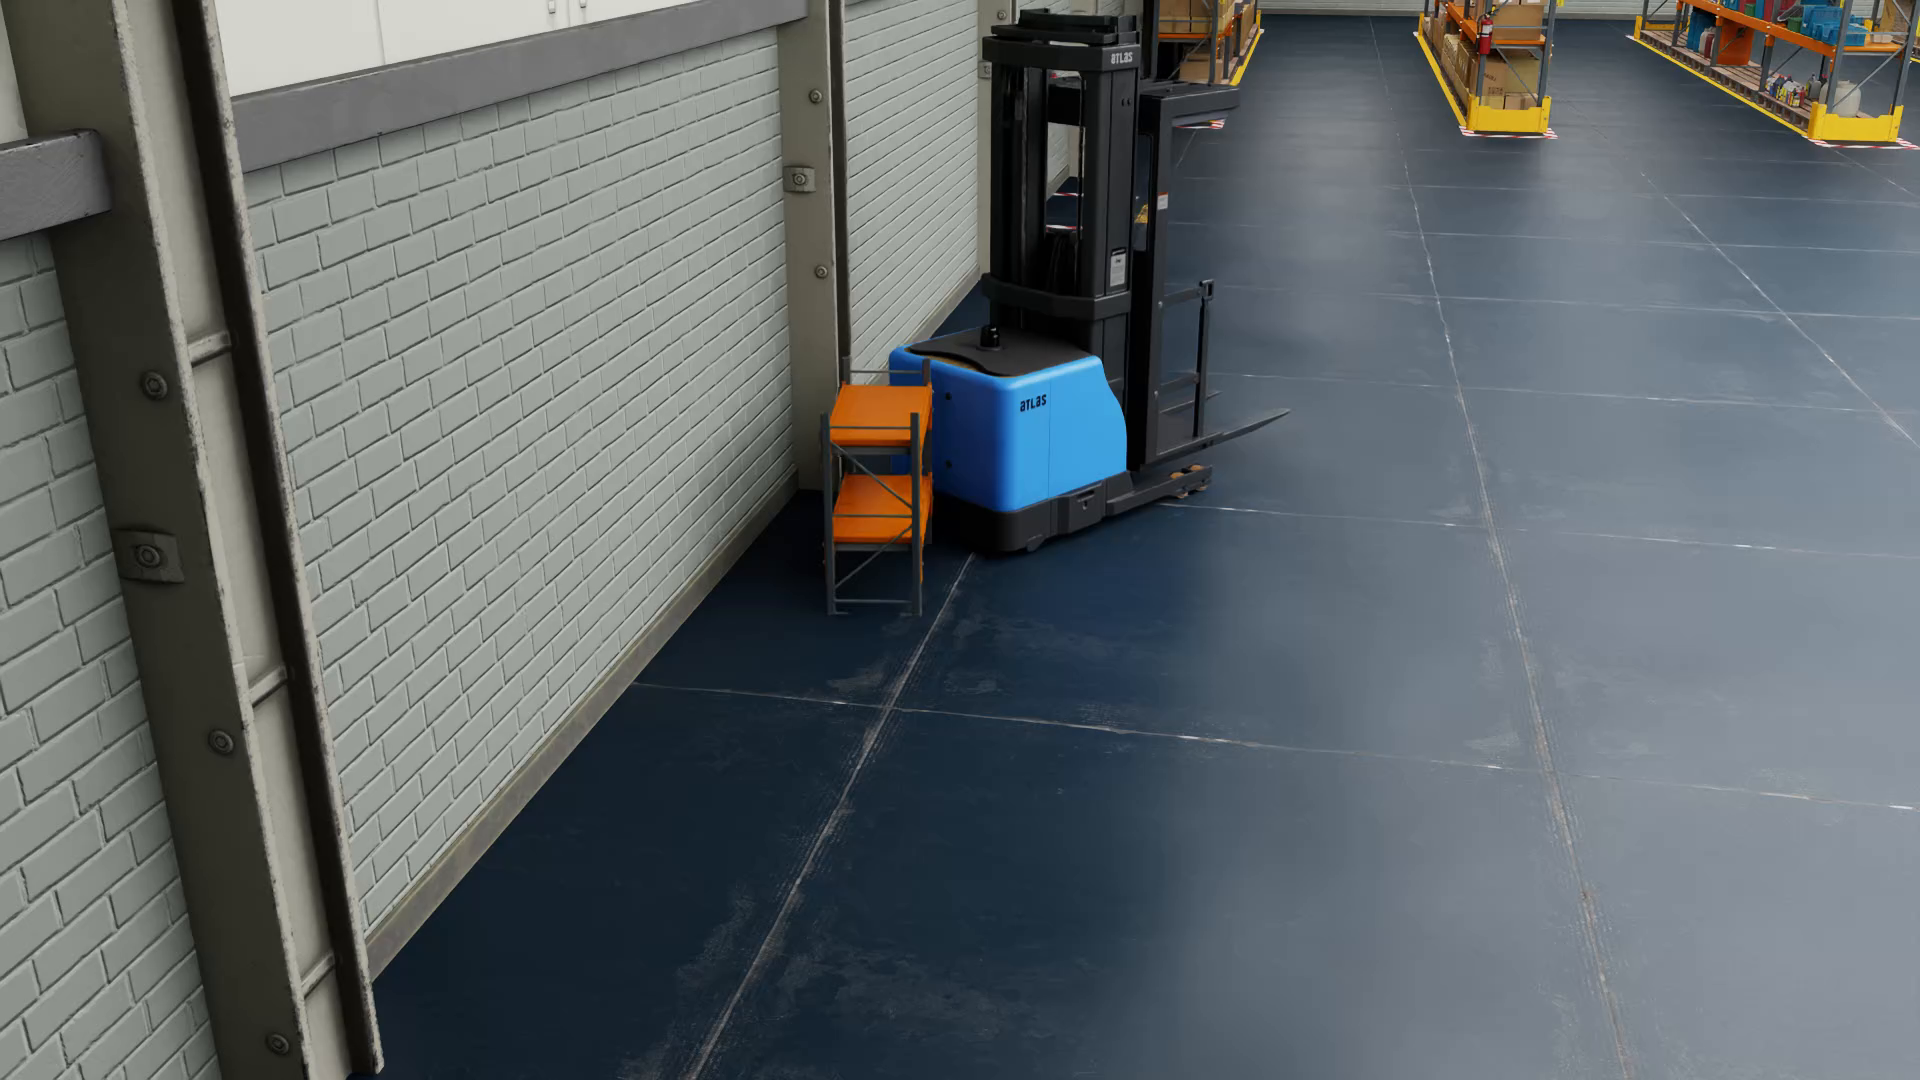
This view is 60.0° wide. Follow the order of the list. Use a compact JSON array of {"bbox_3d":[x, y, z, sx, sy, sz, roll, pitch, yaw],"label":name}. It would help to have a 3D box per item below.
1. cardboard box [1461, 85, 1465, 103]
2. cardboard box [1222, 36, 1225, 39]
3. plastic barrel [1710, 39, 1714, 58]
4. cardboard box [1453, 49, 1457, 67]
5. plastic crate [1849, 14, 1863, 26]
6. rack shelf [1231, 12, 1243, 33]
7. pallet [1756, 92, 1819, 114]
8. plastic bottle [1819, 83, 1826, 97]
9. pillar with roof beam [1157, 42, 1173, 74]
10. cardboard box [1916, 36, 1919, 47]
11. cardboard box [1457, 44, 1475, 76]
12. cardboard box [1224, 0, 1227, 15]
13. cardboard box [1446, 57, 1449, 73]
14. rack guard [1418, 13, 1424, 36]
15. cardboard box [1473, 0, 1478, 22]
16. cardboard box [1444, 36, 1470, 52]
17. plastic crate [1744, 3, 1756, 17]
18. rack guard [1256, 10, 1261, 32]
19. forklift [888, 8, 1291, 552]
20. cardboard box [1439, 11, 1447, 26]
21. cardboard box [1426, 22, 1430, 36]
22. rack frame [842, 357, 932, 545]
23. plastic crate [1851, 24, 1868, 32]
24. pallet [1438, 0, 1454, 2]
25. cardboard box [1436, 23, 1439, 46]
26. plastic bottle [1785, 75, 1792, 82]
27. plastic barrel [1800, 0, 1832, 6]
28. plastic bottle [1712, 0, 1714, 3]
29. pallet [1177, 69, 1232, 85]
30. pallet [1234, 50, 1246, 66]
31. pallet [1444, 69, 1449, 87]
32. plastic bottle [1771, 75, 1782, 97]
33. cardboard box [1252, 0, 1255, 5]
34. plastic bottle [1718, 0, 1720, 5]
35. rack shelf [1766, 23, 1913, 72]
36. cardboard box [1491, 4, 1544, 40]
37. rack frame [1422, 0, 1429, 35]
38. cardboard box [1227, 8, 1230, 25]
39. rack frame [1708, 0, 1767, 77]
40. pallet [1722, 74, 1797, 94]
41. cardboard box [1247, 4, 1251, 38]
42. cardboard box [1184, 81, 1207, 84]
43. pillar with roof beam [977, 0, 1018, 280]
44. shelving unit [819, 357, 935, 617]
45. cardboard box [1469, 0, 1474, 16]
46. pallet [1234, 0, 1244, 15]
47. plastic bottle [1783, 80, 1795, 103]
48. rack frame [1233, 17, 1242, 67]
[{"bbox_3d":[8.361,-7.173,26.768,0.500,0.250,0.500,4,22,11],"label":"cardboard box"},{"bbox_3d":[4.744,-9.384,31.897,0.700,0.500,0.500,4,22,11],"label":"cardboard box"},{"bbox_3d":[14.942,-9.650,32.566,0.421,0.512,0.421,0,22,0],"label":"plastic barrel"},{"bbox_3d":[8.968,-8.481,29.264,0.500,0.311,0.500,4,22,11],"label":"cardboard box"},{"bbox_3d":[14.055,-8.258,26.542,0.499,0.251,0.616,4,22,11],"label":"plastic crate"},{"bbox_3d":[4.724,-9.905,31.396,1.077,0.370,4.000,4,22,11],"label":"rack shelf"},{"bbox_3d":[13.837,-7.217,27.490,1.003,0.211,1.213,4,22,11],"label":"pallet"},{"bbox_3d":[13.955,-7.249,26.885,0.061,0.283,0.133,4,22,11],"label":"plastic bottle"},{"bbox_3d":[8.235,-13.016,30.126,9.100,9.000,0.400,4,22,11],"label":"pillar with roof beam"},{"bbox_3d":[20.709,-10.745,34.801,0.875,0.875,0.875,4,22,11],"label":"cardboard box"},{"bbox_3d":[8.671,-8.069,27.989,0.500,0.500,0.500,4,22,11],"label":"cardboard box"},{"bbox_3d":[4.002,-8.664,26.521,0.500,0.500,0.500,5,22,11],"label":"cardboard box"},{"bbox_3d":[9.281,-8.783,30.764,0.500,0.250,0.500,5,22,12],"label":"cardboard box"},{"bbox_3d":[11.599,-12.333,39.807,1.175,0.500,0.348,4,22,11],"label":"rack guard"},{"bbox_3d":[9.082,-9.015,28.089,0.700,0.500,0.500,4,22,10],"label":"cardboard box"},{"bbox_3d":[9.489,-9.412,31.576,0.500,0.311,0.500,4,22,10],"label":"cardboard box"},{"bbox_3d":[14.094,-9.313,29.245,0.450,0.188,0.662,4,22,11],"label":"plastic crate"},{"bbox_3d":[6.770,-12.746,40.832,1.175,0.500,0.348,4,22,11],"label":"rack guard"},{"bbox_3d":[0.971,-1.744,10.260,3.031,2.935,1.130,-20,29,-40],"label":"forklift"},{"bbox_3d":[10.156,-10.742,34.264,0.500,0.250,0.500,4,22,10],"label":"cardboard box"},{"bbox_3d":[10.790,-11.518,37.449,0.500,0.311,0.500,4,22,11],"label":"cardboard box"},{"bbox_3d":[-0.416,-0.502,9.594,0.500,1.125,0.032,1,22,2],"label":"rack frame"},{"bbox_3d":[13.931,-8.017,26.097,0.530,0.136,0.437,4,22,11],"label":"plastic crate"},{"bbox_3d":[10.052,-10.759,32.809,1.213,0.211,1.003,4,22,11],"label":"pallet"},{"bbox_3d":[10.254,-10.565,34.829,0.500,0.500,0.500,5,22,12],"label":"cardboard box"},{"bbox_3d":[13.585,-7.453,27.302,0.144,0.351,0.185,4,22,11],"label":"plastic bottle"},{"bbox_3d":[14.390,-9.103,27.771,0.600,0.901,0.708,4,22,11],"label":"plastic barrel"},{"bbox_3d":[14.624,-10.533,32.163,0.097,0.271,0.097,0,22,0],"label":"plastic bottle"},{"bbox_3d":[4.473,-8.499,30.674,1.003,0.211,1.213,4,22,11],"label":"pallet"},{"bbox_3d":[5.367,-9.960,34.301,1.003,0.211,1.213,4,22,11],"label":"pallet"},{"bbox_3d":[9.525,-8.558,30.820,1.003,0.211,1.213,4,22,11],"label":"pallet"},{"bbox_3d":[13.444,-7.464,27.329,0.144,0.351,0.185,5,22,12],"label":"plastic bottle"},{"bbox_3d":[6.820,-12.815,39.572,0.380,0.149,0.250,5,22,12],"label":"cardboard box"},{"bbox_3d":[14.496,-10.342,31.673,0.061,0.283,0.133,4,22,11],"label":"plastic bottle"},{"bbox_3d":[13.607,-7.687,25.889,1.077,0.370,4.000,4,22,11],"label":"rack shelf"},{"bbox_3d":[8.458,-7.885,25.282,0.700,0.500,0.500,4,22,11],"label":"cardboard box"},{"bbox_3d":[11.615,-13.520,39.409,1.000,3.000,0.127,4,22,11],"label":"rack frame"},{"bbox_3d":[4.217,-8.700,27.615,0.500,0.250,0.500,5,22,11],"label":"cardboard box"},{"bbox_3d":[14.831,-10.215,31.203,1.000,3.000,0.127,4,22,11],"label":"rack frame"},{"bbox_3d":[14.384,-8.197,29.923,1.003,0.211,1.213,4,22,11],"label":"pallet"},{"bbox_3d":[5.943,-11.383,36.419,0.750,0.750,0.750,5,22,12],"label":"cardboard box"},{"bbox_3d":[3.729,-7.248,26.845,0.500,0.311,0.500,2,22,5],"label":"cardboard box"},{"bbox_3d":[4.562,-6.433,13.780,9.100,9.000,0.400,4,22,11],"label":"pillar with roof beam"},{"bbox_3d":[-0.436,-0.312,9.123,0.538,1.125,1.048,1,22,2],"label":"shelving unit"},{"bbox_3d":[9.166,-9.405,29.370,0.396,0.266,0.258,4,22,10],"label":"cardboard box"},{"bbox_3d":[4.614,-9.687,30.148,1.003,0.211,1.213,4,22,11],"label":"pallet"},{"bbox_3d":[13.280,-7.172,26.603,0.144,0.351,0.185,5,23,13],"label":"plastic bottle"},{"bbox_3d":[5.132,-10.971,33.078,1.000,3.000,0.127,4,22,11],"label":"rack frame"}]
